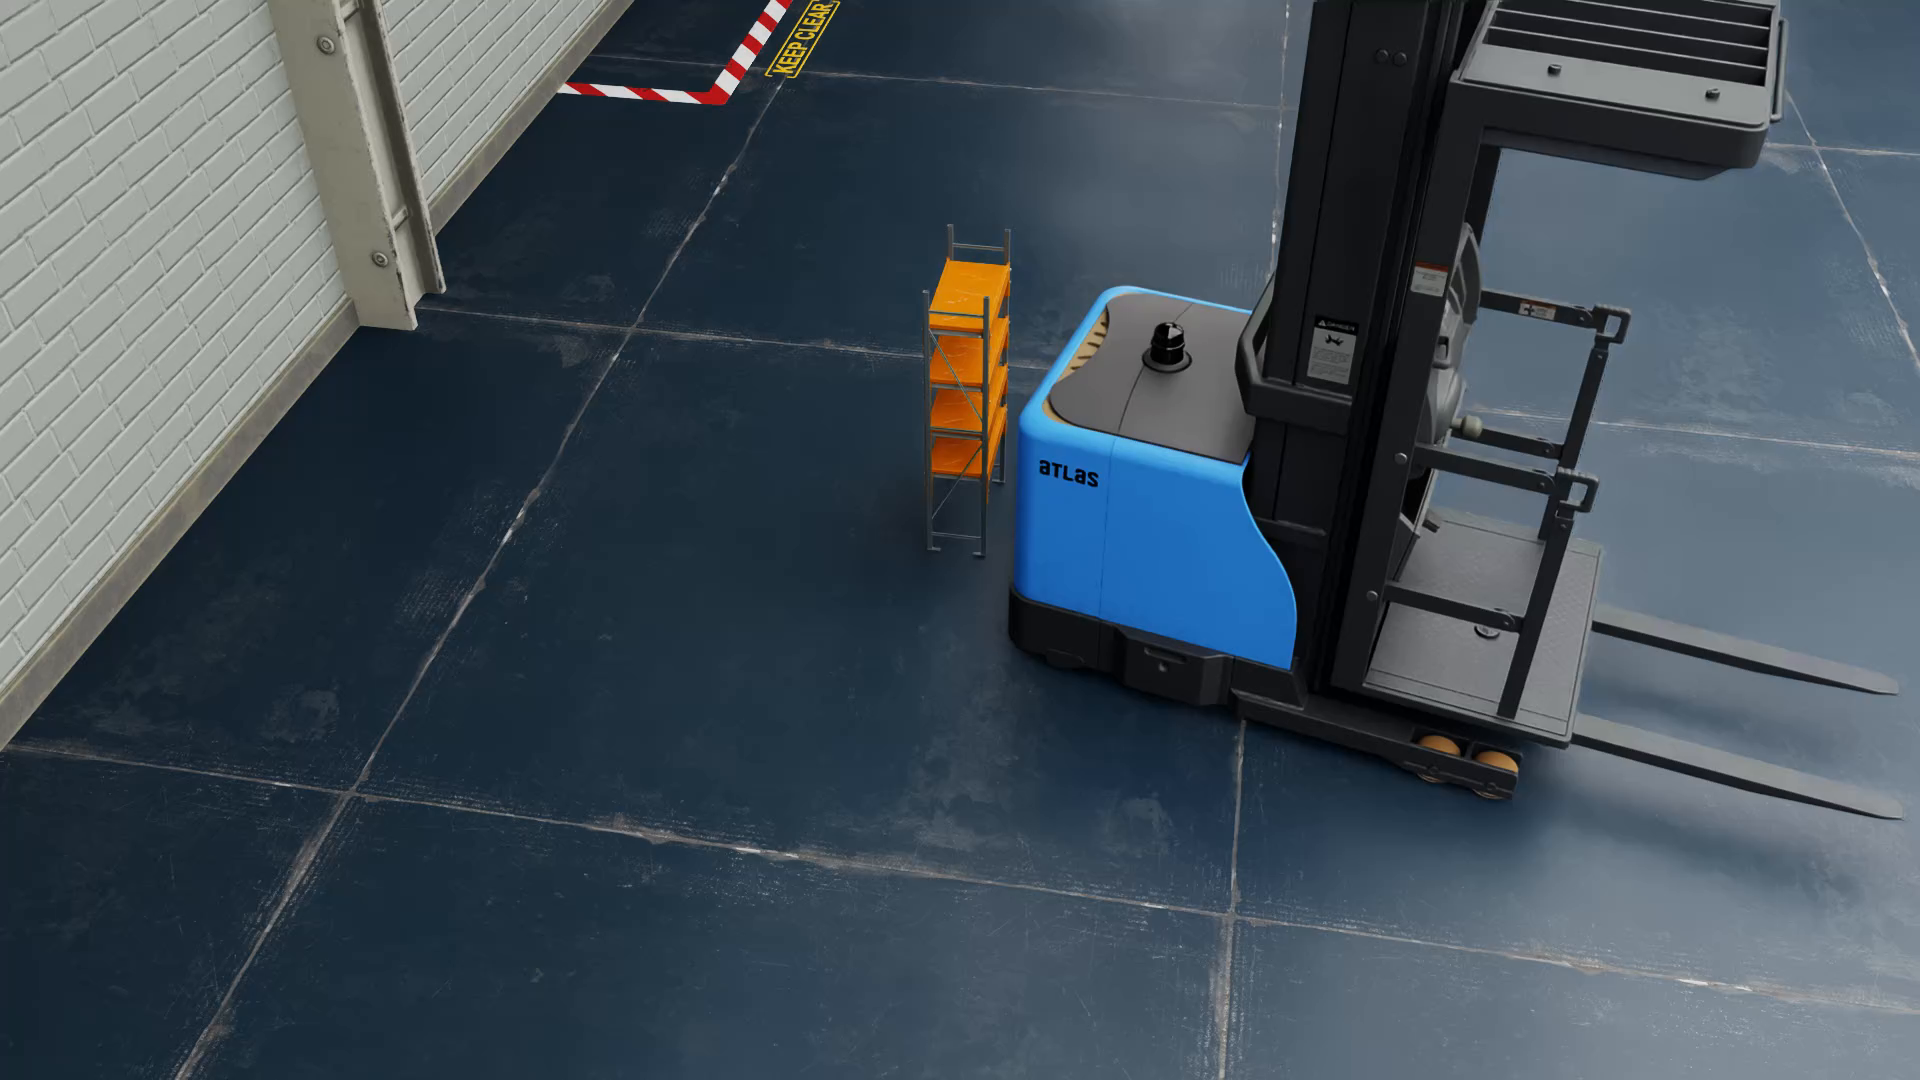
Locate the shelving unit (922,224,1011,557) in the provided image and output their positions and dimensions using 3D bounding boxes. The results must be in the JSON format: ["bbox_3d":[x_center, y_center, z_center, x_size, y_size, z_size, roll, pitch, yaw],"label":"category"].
[{"bbox_3d":[0.029,-0.566,6.493,0.258,1.200,0.503,6,40,8],"label":"shelving unit"}]

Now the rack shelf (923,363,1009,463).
[{"bbox_3d":[0.029,-0.514,6.536,0.258,0.148,0.480,6,40,8],"label":"rack shelf"}]

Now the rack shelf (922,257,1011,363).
[{"bbox_3d":[0.029,-0.869,6.243,0.258,0.148,0.480,6,40,8],"label":"rack shelf"}]

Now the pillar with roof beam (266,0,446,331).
[{"bbox_3d":[1.504,-4.138,4.693,9.100,9.000,0.400,6,40,8],"label":"pillar with roof beam"}]

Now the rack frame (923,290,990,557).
[{"bbox_3d":[-0.014,-0.413,6.308,0.240,1.200,0.015,6,40,8],"label":"rack frame"}]

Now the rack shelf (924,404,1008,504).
[{"bbox_3d":[0.029,-0.361,6.663,0.258,0.148,0.480,6,40,8],"label":"rack shelf"}]

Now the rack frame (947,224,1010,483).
[{"bbox_3d":[0.071,-0.719,6.679,0.240,1.200,0.015,6,40,8],"label":"rack frame"}]

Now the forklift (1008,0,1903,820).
[{"bbox_3d":[1.747,-0.632,5.214,3.031,2.935,1.130,15,42,17],"label":"forklift"}]

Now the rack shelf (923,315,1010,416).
[{"bbox_3d":[0.029,-0.687,6.394,0.258,0.148,0.480,6,40,8],"label":"rack shelf"}]
